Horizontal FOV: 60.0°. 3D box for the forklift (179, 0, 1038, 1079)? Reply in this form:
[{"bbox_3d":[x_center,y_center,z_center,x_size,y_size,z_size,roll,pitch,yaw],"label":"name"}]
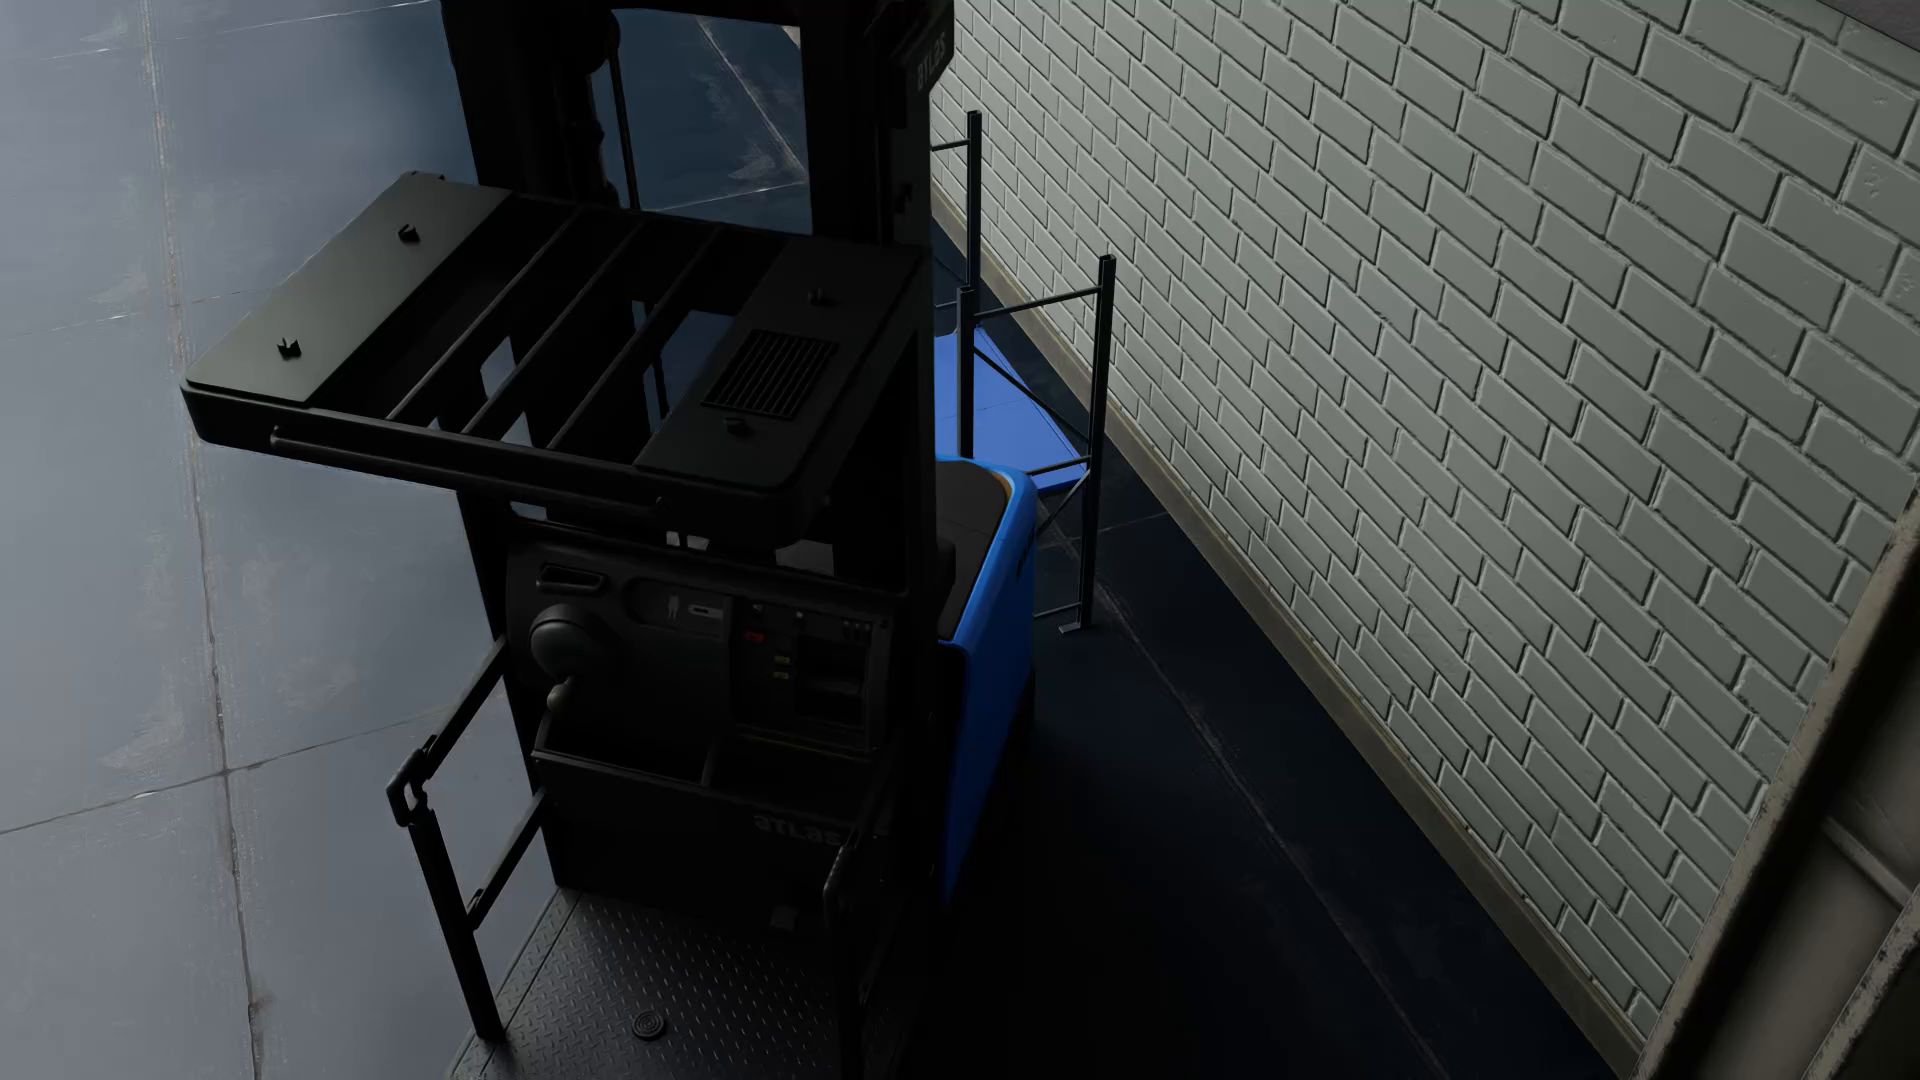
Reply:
[{"bbox_3d":[-0.654,0.334,3.613,1.130,2.935,3.031,10,42,12],"label":"forklift"}]

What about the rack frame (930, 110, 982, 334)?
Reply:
[{"bbox_3d":[-0.162,-0.823,6.057,0.500,1.500,0.032,-15,43,-17],"label":"rack frame"}]

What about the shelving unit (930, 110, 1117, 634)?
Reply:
[{"bbox_3d":[0.033,-0.517,5.701,0.538,1.500,1.048,-15,43,-17],"label":"shelving unit"}]

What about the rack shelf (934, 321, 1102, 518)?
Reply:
[{"bbox_3d":[0.033,-0.381,5.819,0.538,0.185,1.000,-15,43,-17],"label":"rack shelf"}]

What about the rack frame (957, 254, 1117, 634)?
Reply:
[{"bbox_3d":[0.227,-0.211,5.345,0.500,1.500,0.032,-15,43,-17],"label":"rack frame"}]
